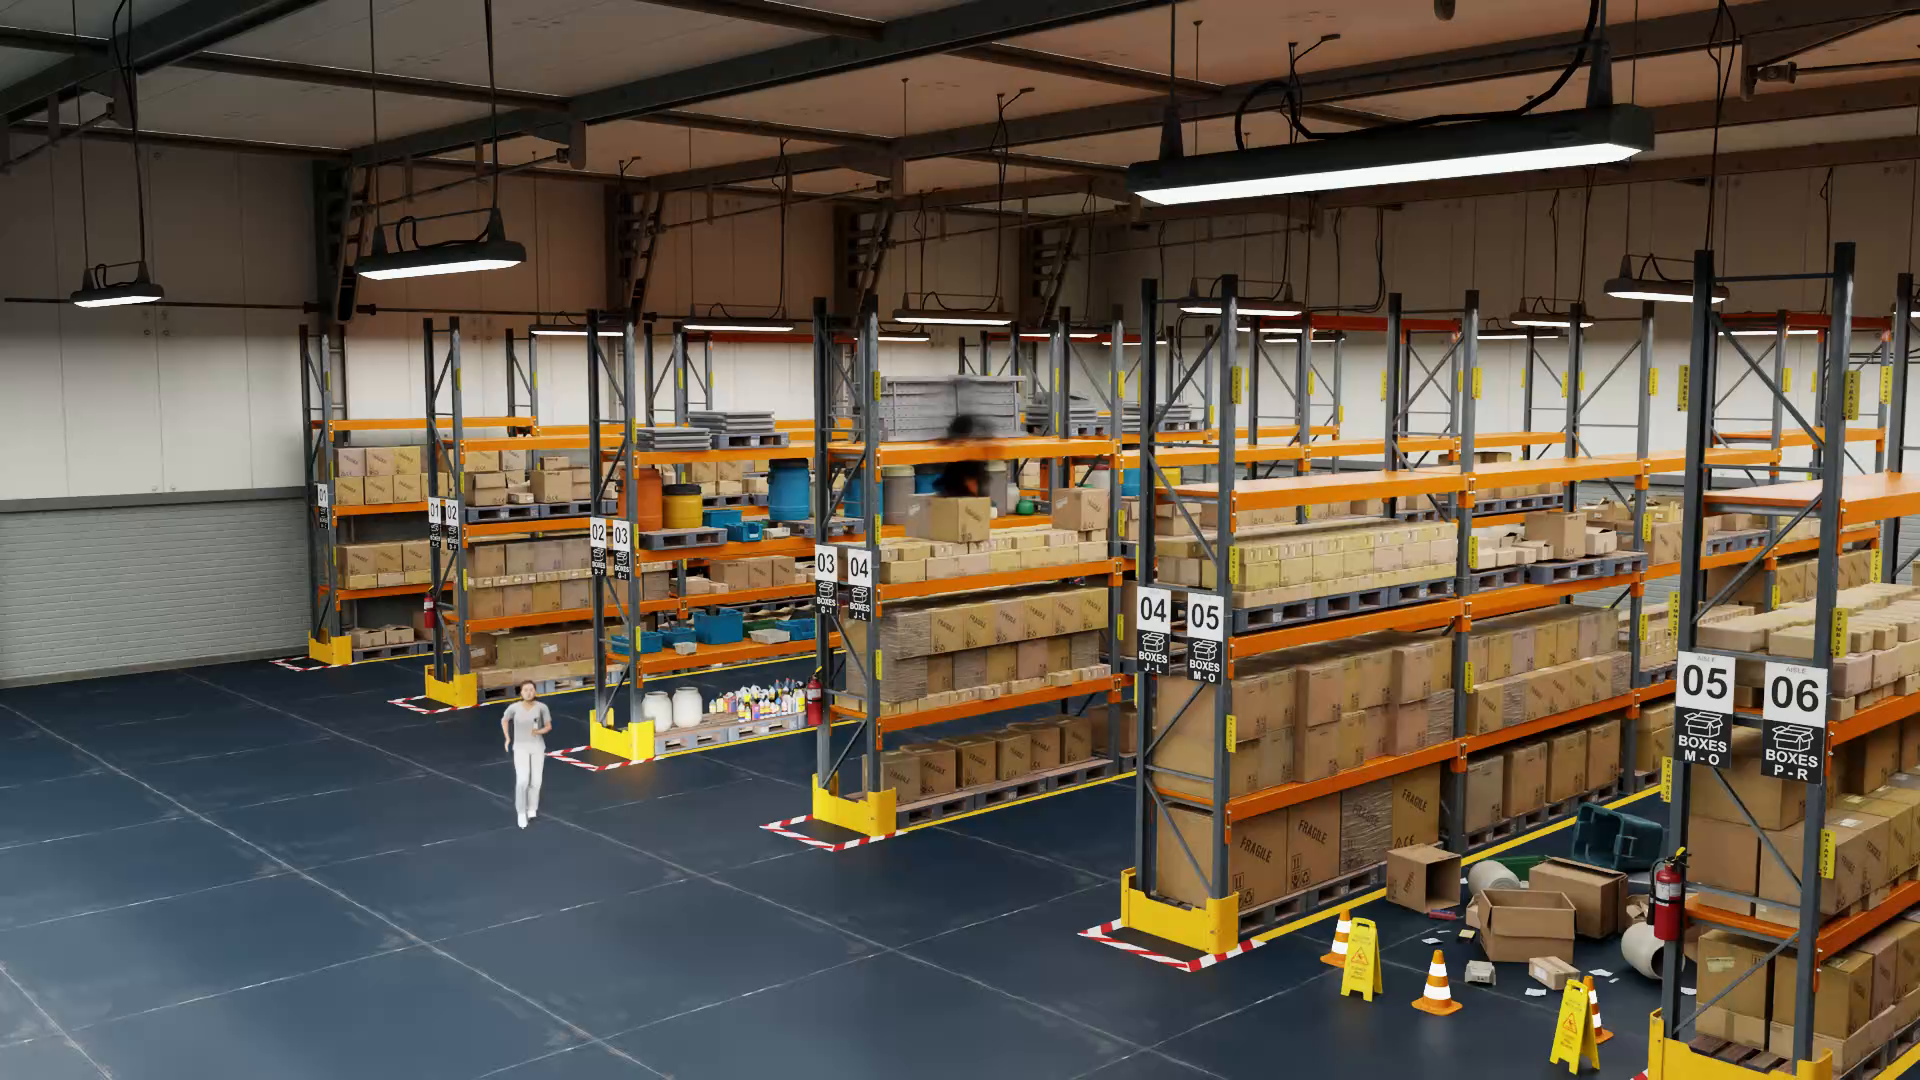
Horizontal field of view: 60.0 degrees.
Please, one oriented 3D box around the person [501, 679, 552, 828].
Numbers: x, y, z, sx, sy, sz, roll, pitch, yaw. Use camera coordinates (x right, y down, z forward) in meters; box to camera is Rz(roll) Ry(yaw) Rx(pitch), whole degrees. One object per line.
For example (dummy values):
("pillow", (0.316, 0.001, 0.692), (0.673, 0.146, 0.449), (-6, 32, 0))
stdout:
("person", (-4.917, 2.423, 18.935), (0.533, 1.681, 0.694), (-2, 6, -20))
